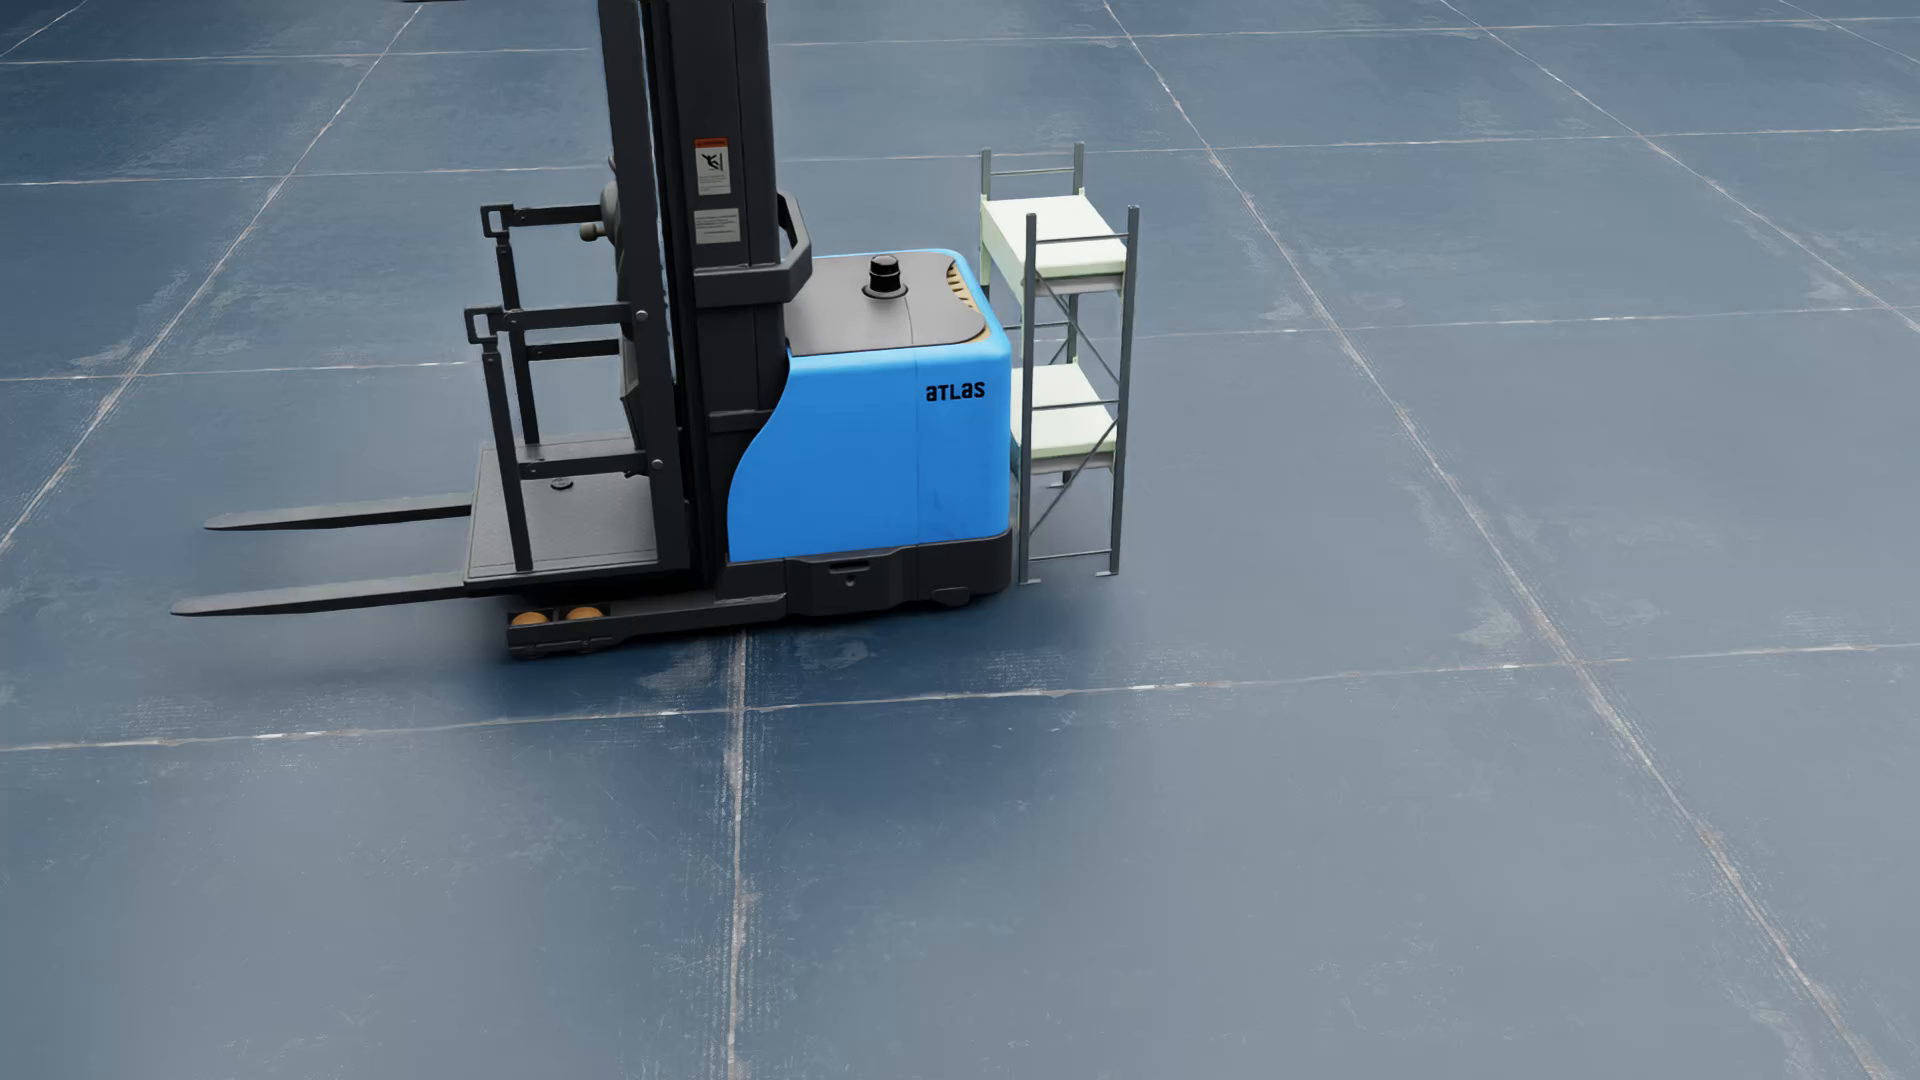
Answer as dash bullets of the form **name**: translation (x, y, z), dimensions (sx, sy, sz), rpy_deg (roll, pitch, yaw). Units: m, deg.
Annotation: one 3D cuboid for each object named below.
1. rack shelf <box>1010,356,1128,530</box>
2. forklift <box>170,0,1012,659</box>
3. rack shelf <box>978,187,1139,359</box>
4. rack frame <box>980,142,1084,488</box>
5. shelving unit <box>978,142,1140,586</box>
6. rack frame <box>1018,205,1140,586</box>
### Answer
- **rack shelf**: translation (0.352, -0.396, 6.587), dimensions (0.431, 0.370, 0.720), rpy_deg (-6, 31, -10)
- **forklift**: translation (-1.372, -1.123, 5.771), dimensions (3.031, 2.935, 1.130), rpy_deg (-6, 31, -9)
- **rack shelf**: translation (0.352, -1.011, 6.219), dimensions (0.431, 0.370, 0.720), rpy_deg (-6, 31, -10)
- **rack frame**: translation (0.279, -0.860, 6.727), dimensions (0.400, 1.500, 0.023), rpy_deg (-6, 31, -10)
- **shelving unit**: translation (0.352, -0.676, 6.419), dimensions (0.431, 1.500, 0.755), rpy_deg (-6, 31, -10)
- **rack frame**: translation (0.425, -0.492, 6.112), dimensions (0.400, 1.500, 0.023), rpy_deg (-6, 31, -10)
